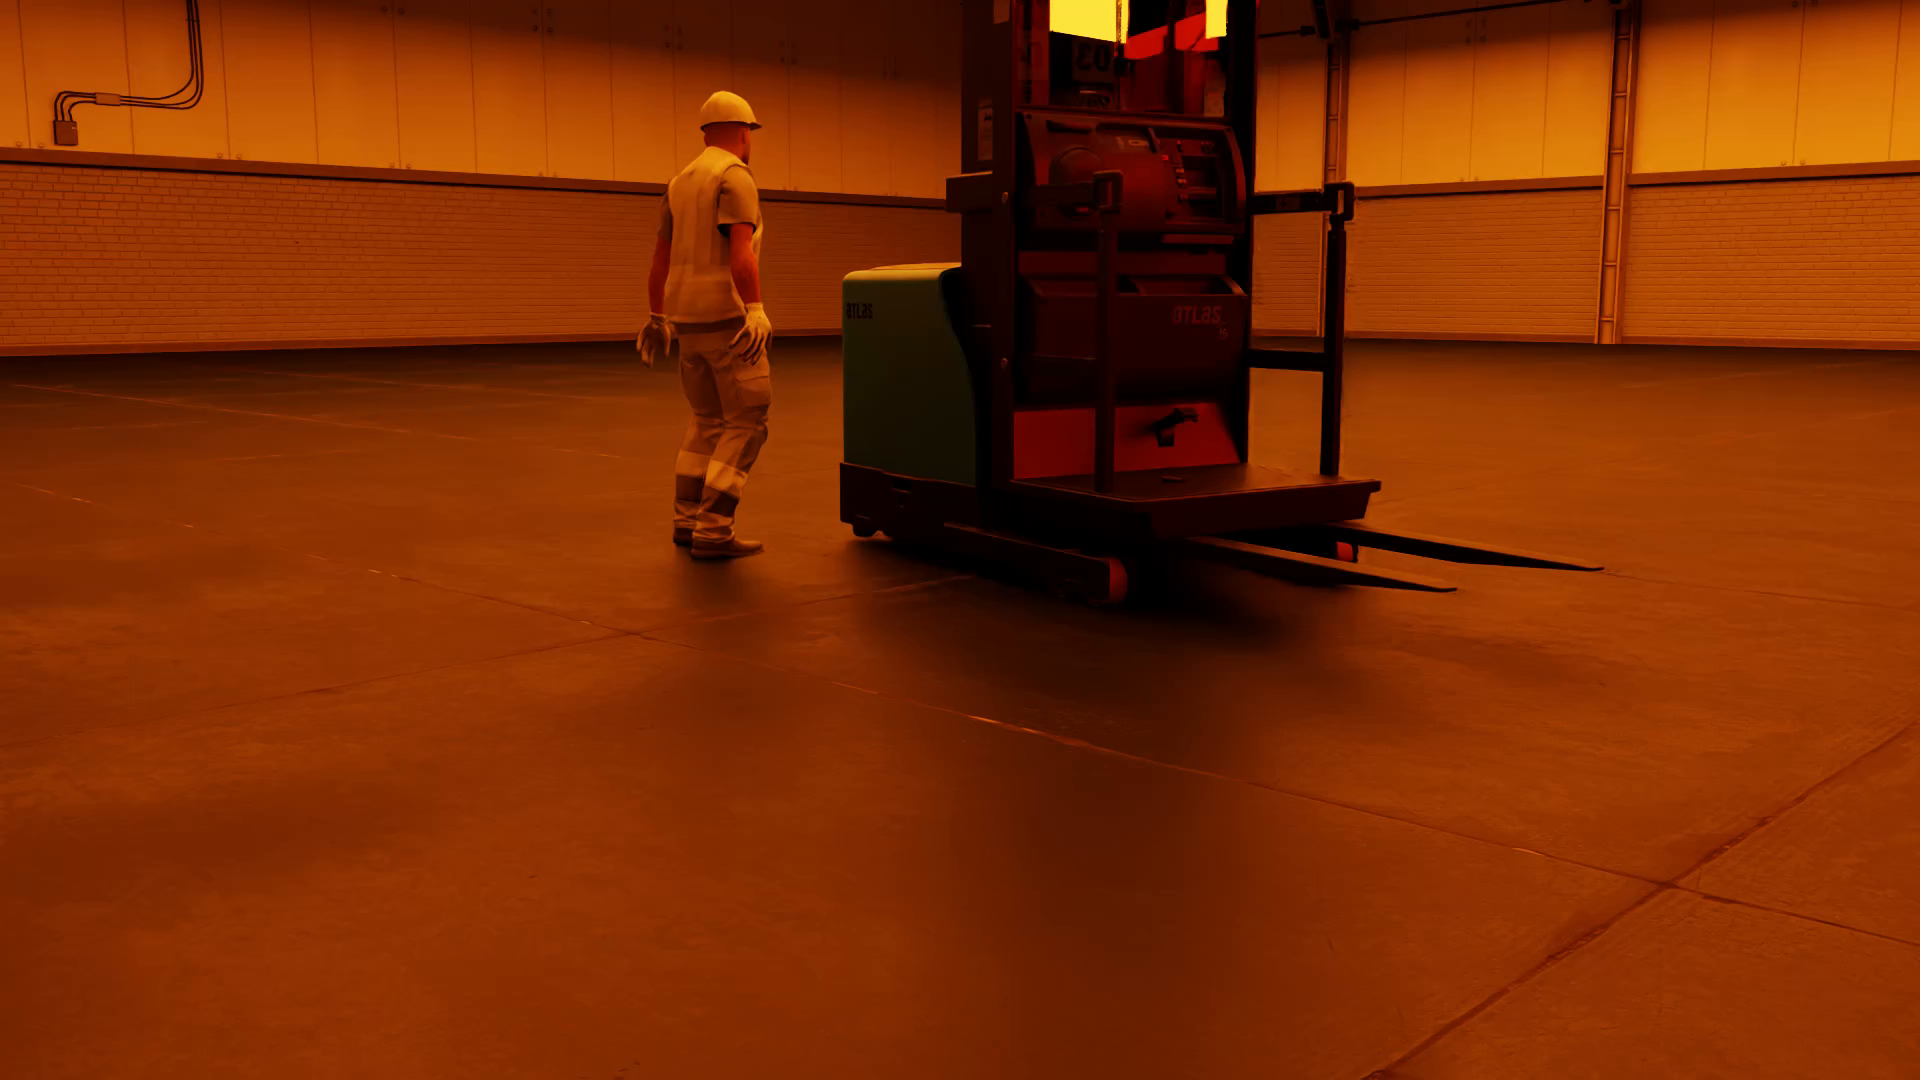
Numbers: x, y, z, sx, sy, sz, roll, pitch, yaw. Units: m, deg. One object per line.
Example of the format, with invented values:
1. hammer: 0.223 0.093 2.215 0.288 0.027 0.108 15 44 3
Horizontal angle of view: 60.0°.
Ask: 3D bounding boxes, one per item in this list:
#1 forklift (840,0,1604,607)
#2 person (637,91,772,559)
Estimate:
1. forklift: 0.730 -1.315 5.604 1.130 2.935 3.031 -5 10 -32
2. person: -0.910 -0.821 6.350 0.450 1.749 0.876 -7 11 -40
